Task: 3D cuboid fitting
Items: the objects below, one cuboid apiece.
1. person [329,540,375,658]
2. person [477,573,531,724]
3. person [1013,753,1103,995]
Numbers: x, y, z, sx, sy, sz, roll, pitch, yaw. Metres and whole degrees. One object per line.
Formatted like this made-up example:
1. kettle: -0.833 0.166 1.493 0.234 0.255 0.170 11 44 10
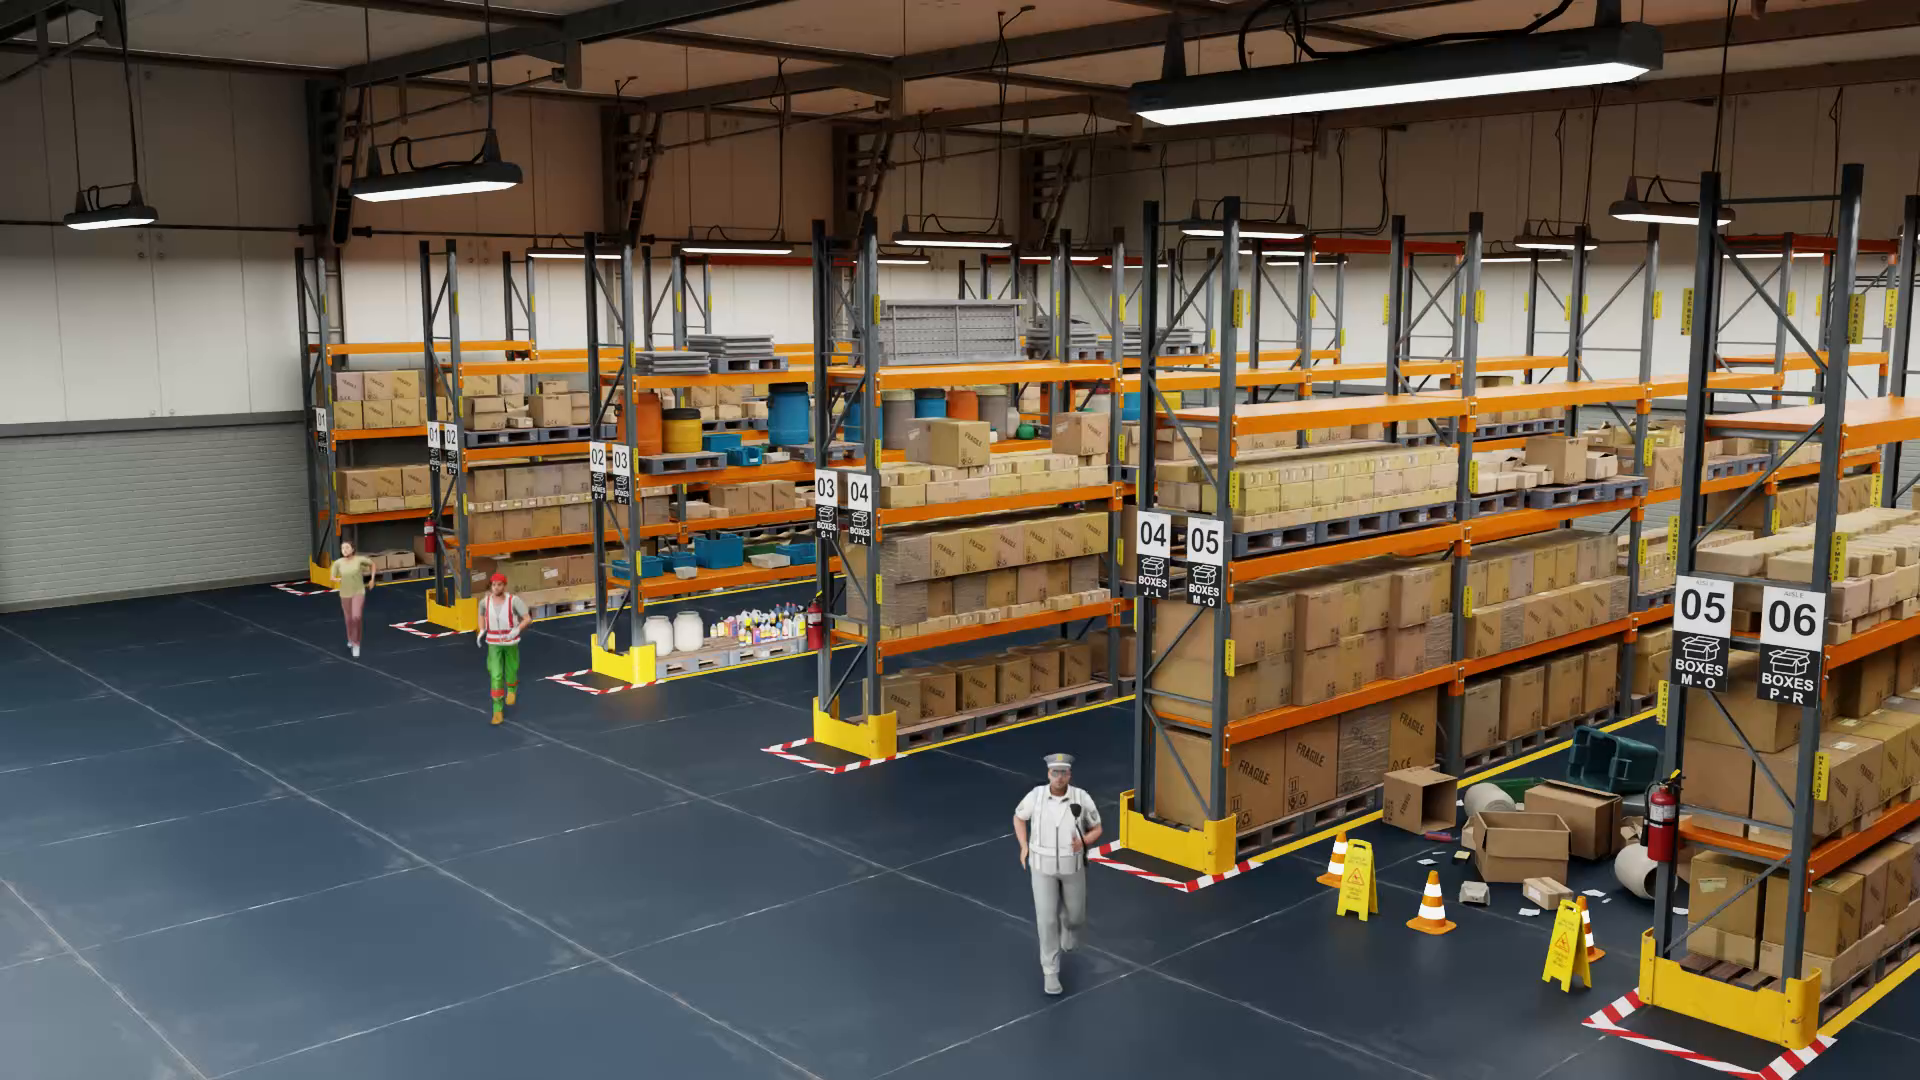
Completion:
1. person: -8.775 0.825 24.058 0.584 1.695 0.852 -1 8 -8
2. person: -5.590 1.278 20.415 0.659 1.793 0.914 -1 8 -7
3. person: 0.741 2.458 12.615 0.676 1.752 0.879 0 8 1
